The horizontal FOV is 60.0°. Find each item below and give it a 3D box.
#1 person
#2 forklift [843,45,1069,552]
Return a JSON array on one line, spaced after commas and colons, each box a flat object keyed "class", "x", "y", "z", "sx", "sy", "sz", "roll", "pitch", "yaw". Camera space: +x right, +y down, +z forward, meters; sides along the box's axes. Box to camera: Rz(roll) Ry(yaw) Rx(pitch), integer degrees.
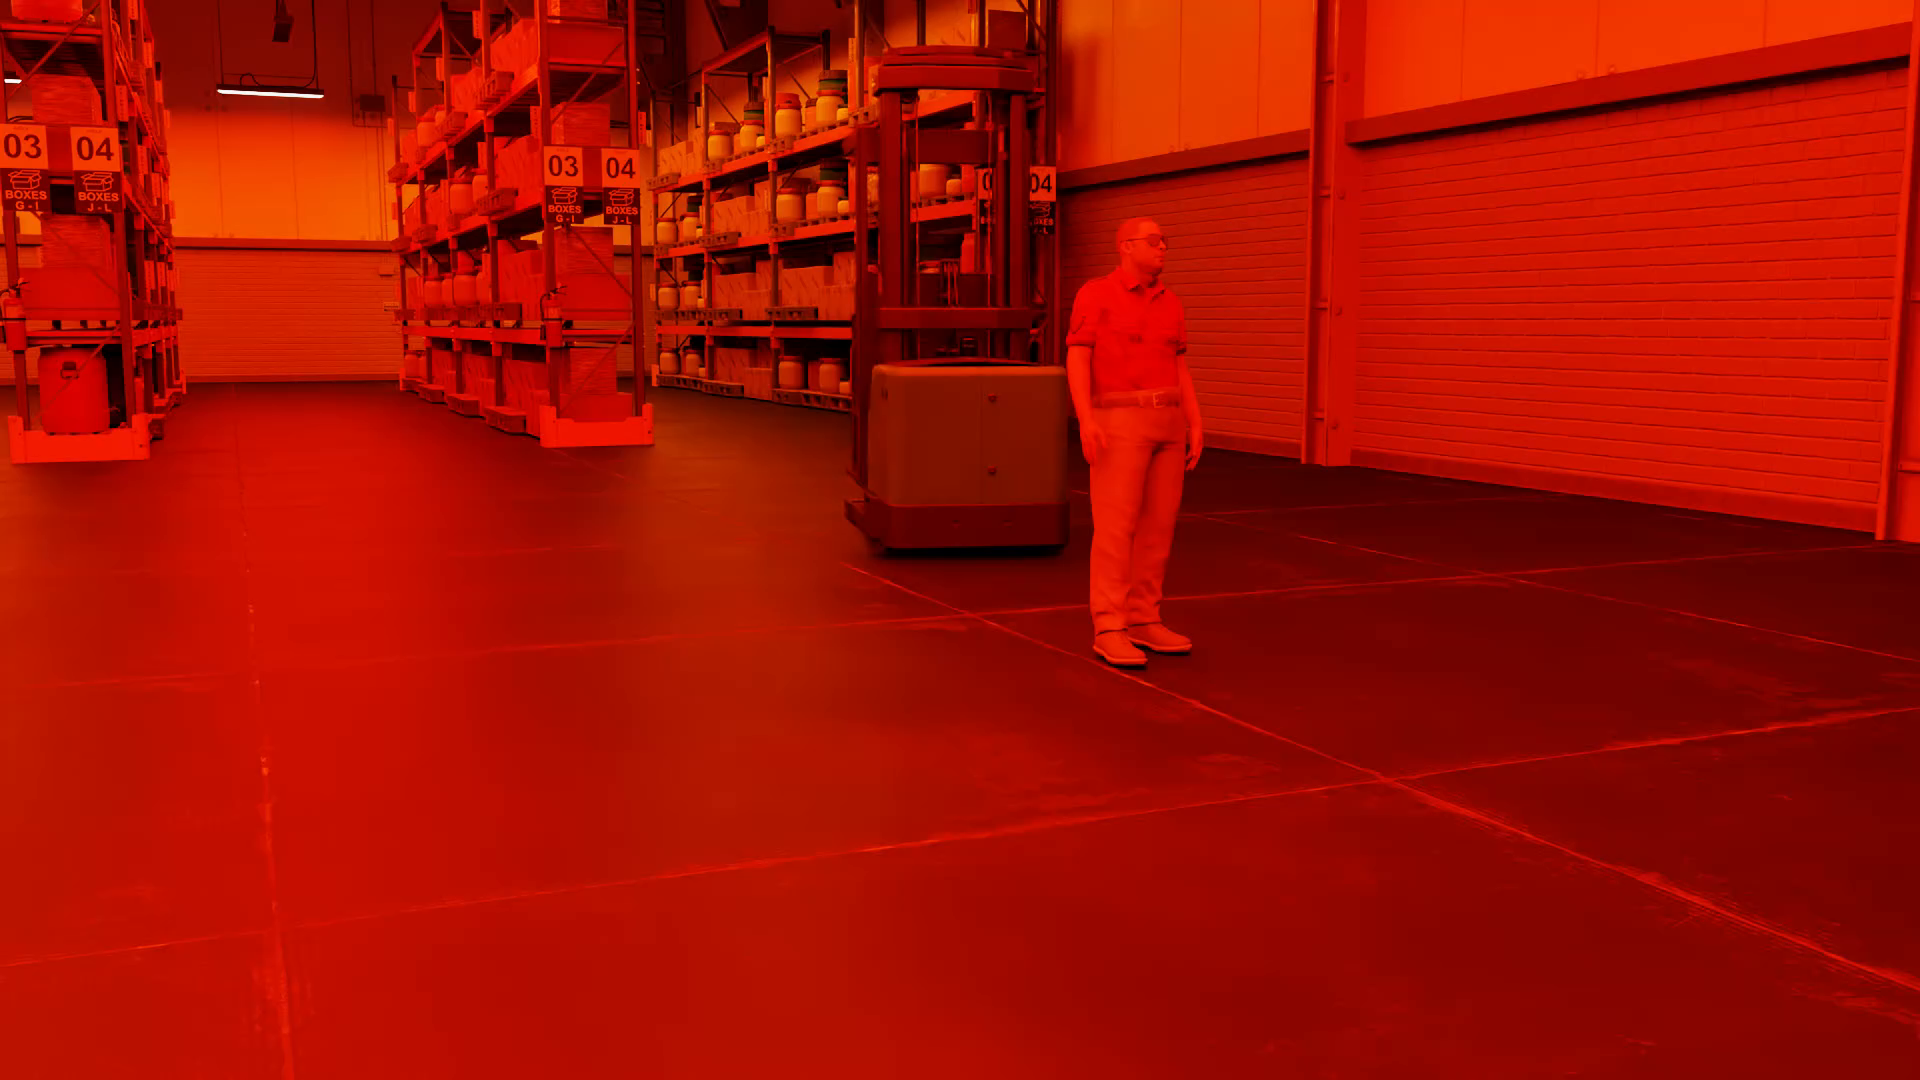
[{"class": "person", "x": 0.760, "y": -0.414, "z": 6.619, "sx": 0.641, "sy": 1.727, "sz": 0.550, "roll": -5, "pitch": 9, "yaw": -34}, {"class": "forklift", "x": -0.152, "y": -1.539, "z": 10.614, "sx": 1.130, "sy": 2.935, "sz": 3.031, "roll": -1, "pitch": 8, "yaw": -10}]
